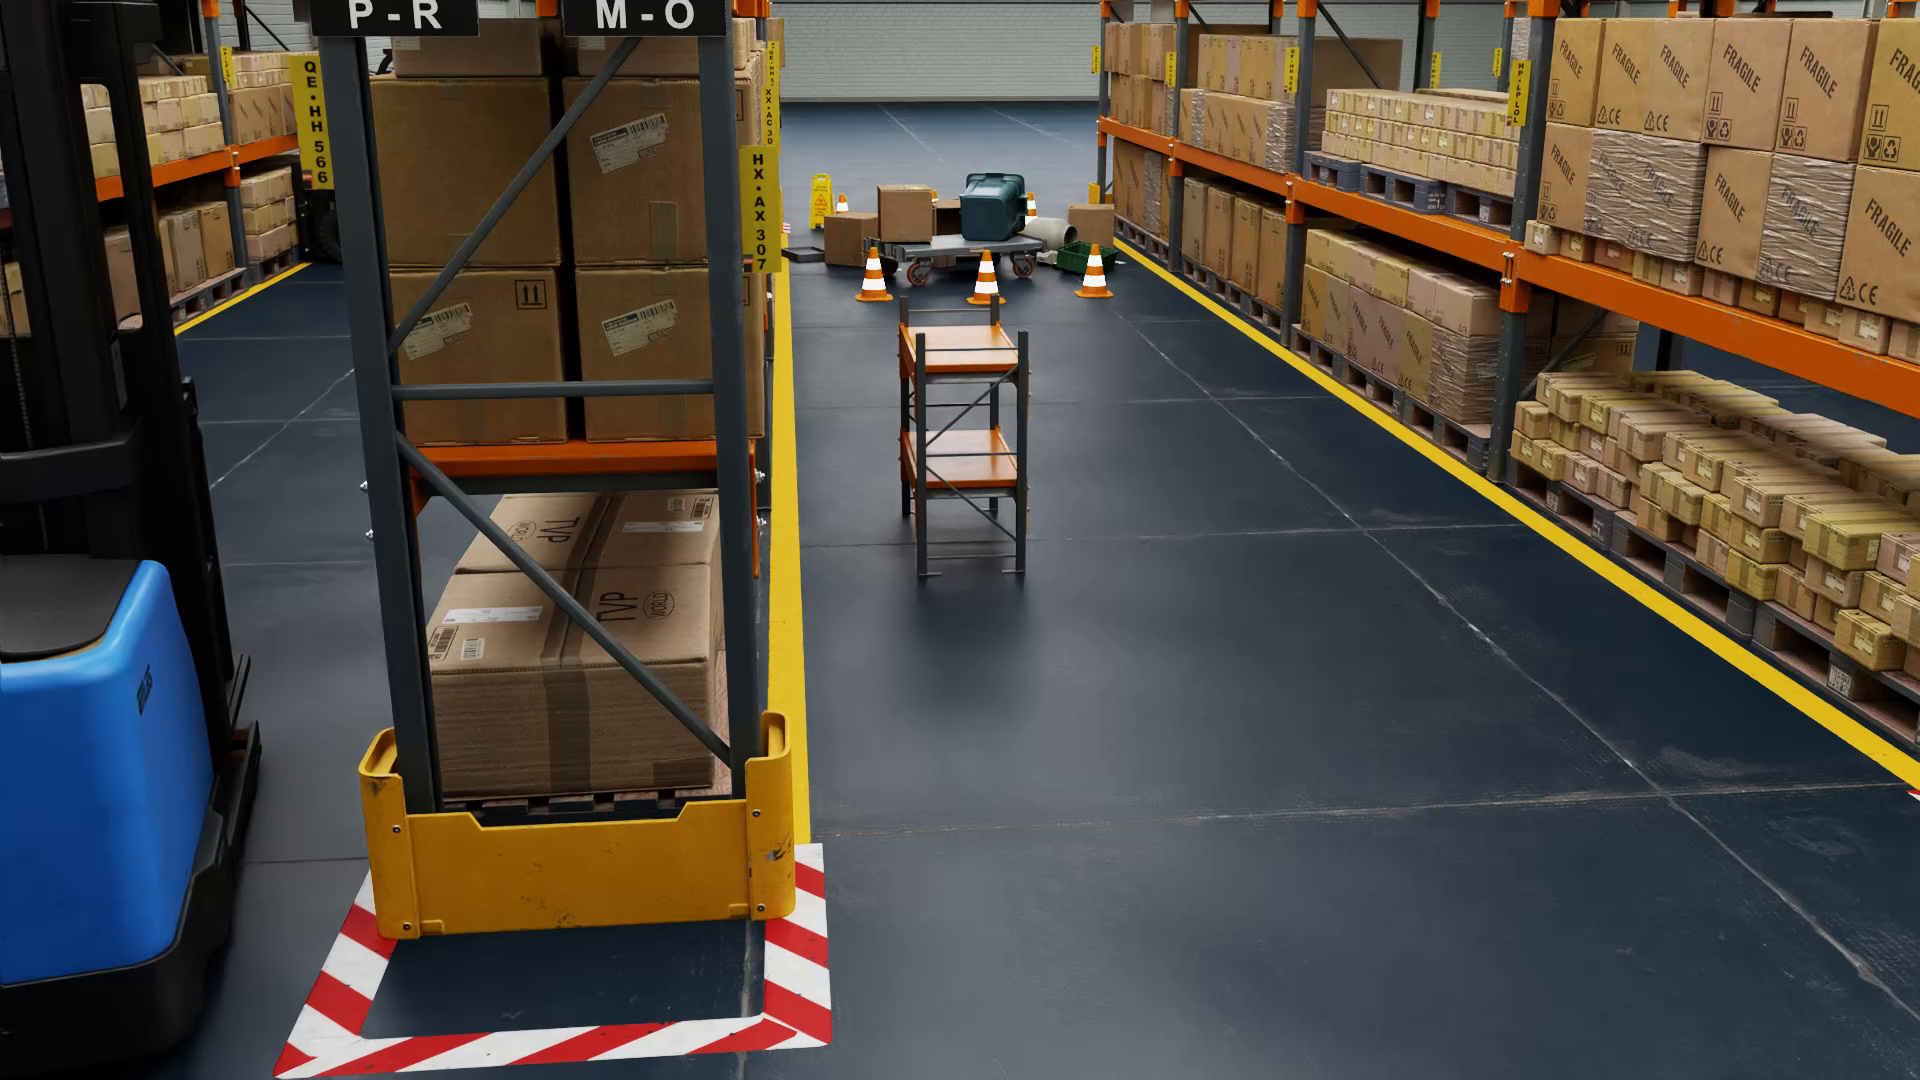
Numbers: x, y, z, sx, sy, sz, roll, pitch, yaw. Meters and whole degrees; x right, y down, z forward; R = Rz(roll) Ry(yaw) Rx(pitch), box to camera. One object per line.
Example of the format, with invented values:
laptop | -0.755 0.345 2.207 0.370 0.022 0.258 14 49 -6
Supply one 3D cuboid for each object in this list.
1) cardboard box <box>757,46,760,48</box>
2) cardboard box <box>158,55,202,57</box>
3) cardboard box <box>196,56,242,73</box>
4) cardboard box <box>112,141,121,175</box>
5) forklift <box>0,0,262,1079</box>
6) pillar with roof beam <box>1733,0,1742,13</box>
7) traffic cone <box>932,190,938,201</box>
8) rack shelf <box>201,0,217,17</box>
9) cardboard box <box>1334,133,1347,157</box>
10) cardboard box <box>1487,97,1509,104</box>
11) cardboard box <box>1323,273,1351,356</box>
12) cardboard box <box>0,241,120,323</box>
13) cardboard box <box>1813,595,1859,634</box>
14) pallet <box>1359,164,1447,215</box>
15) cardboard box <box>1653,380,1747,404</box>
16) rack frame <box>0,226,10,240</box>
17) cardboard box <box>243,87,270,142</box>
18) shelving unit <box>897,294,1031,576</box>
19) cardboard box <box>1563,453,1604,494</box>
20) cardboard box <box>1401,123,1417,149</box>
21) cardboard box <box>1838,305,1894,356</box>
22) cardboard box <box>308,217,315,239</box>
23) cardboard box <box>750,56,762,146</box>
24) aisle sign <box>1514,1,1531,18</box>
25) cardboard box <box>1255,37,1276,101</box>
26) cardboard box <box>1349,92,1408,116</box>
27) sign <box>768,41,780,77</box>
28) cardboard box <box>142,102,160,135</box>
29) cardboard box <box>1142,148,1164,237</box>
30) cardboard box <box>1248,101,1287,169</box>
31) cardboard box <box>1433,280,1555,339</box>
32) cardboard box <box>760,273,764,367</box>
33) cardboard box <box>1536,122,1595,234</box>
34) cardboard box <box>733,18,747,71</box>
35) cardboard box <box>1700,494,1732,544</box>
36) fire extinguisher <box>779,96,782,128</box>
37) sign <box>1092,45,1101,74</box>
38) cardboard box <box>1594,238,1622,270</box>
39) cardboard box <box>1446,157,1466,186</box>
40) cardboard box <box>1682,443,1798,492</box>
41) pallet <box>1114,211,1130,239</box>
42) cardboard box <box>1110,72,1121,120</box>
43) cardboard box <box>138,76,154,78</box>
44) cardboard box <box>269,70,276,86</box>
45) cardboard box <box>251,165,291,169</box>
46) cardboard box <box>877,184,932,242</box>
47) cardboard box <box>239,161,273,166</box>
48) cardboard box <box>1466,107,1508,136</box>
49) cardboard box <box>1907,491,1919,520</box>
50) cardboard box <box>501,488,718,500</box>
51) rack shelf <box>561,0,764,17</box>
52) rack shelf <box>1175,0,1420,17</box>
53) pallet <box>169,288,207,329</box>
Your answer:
cardboard box | -1.323 -2.399 8.976 0.500 0.500 0.500 -2 18 -6
cardboard box | -7.699 -4.703 16.403 0.380 0.149 0.250 -2 18 -7
cardboard box | -7.136 -4.567 15.970 0.380 0.149 0.250 -2 18 -7
cardboard box | -6.743 -2.993 12.952 0.500 0.250 0.500 -2 18 -7
forklift | -2.827 -0.484 4.826 1.130 2.935 3.031 -6 18 -17
pillar with roof beam | 16.092 -15.622 42.915 9.100 9.000 0.400 -2 18 -6
traffic cone | -0.325 -3.996 20.133 0.336 0.463 0.334 -2 18 -6
rack shelf | -7.039 -4.305 13.075 1.077 0.370 4.000 -2 18 -6
cardboard box | 2.890 -2.820 11.869 0.380 0.149 0.250 -1 17 -3
cardboard box | 3.655 -2.806 10.832 0.380 0.149 0.250 -1 17 -3
cardboard box | 2.891 -1.598 11.732 0.500 0.500 0.500 -2 17 -5
cardboard box | -6.884 -1.875 12.405 0.875 0.625 0.625 -1 17 -4
cardboard box | 3.512 0.279 6.338 0.380 0.149 0.250 -2 18 -6
pallet | 3.262 -2.279 10.748 1.003 0.211 1.213 -2 18 -6
cardboard box | 3.791 -0.718 8.522 0.380 0.149 0.250 -2 17 -5
rack frame | -6.833 -2.621 11.519 1.000 3.000 0.127 -2 18 -6
cardboard box | -7.102 -4.156 16.239 0.500 0.500 0.500 -1 17 -5
shelving unit | 0.001 -0.535 8.002 0.538 1.125 1.048 -2 18 -6
cardboard box | 3.252 -0.337 8.301 0.380 0.149 0.250 -2 18 -6
cardboard box | 3.033 -2.567 10.568 0.380 0.149 0.250 -1 17 -4
cardboard box | 3.449 -0.769 6.037 0.380 0.149 0.250 -1 17 -4
cardboard box | -7.135 -3.311 17.605 0.500 0.250 0.500 -1 17 -4
cardboard box | -1.054 -1.674 6.665 0.500 0.500 0.500 -2 17 -5
aisle sign | 6.831 -6.715 20.218 0.394 0.787 0.004 -2 18 -6
cardboard box | 2.872 -3.921 13.822 0.700 0.500 0.500 -2 18 -6
cardboard box | 2.923 -3.026 11.534 0.380 0.149 0.250 -2 18 -6
sign | -1.757 -4.538 15.691 0.100 0.325 0.005 -2 18 -6
cardboard box | -6.800 -3.385 13.367 0.500 0.250 0.500 -2 17 -5
cardboard box | 2.512 -3.795 18.104 0.875 0.875 0.875 -2 18 -5
cardboard box | 2.653 -3.281 13.453 0.500 0.500 0.500 -2 18 -6
cardboard box | 3.101 -1.347 9.679 0.500 0.250 0.500 -2 18 -7
cardboard box | -0.950 -0.894 5.849 0.500 0.500 0.500 -2 18 -6
cardboard box | 3.230 -1.801 8.243 0.500 0.500 0.500 -2 18 -7
cardboard box | -0.843 -1.498 5.020 0.380 0.149 0.250 -1 17 -4
cardboard box | 3.374 -0.091 7.022 0.380 0.149 0.250 -1 17 -3
fire extinguisher | -2.275 -5.171 19.768 0.296 0.674 0.183 -2 18 -6
sign | 1.639 -5.778 19.995 0.100 0.325 0.005 -2 18 -6
cardboard box | 3.313 -1.400 8.048 0.380 0.149 0.250 -3 18 -8
cardboard box | 3.115 -2.186 9.851 0.380 0.149 0.250 -3 18 -8
cardboard box | 3.395 -0.316 7.240 0.380 0.149 0.250 -2 18 -5
pallet | 2.352 -3.776 19.852 1.003 0.211 1.213 -2 18 -6
cardboard box | 2.275 -5.305 19.815 0.875 0.550 0.550 -2 18 -6
cardboard box | -7.423 -4.059 14.848 0.380 0.149 0.250 -2 18 -7
cardboard box | -7.120 -4.655 16.748 0.380 0.149 0.250 -2 18 -7
cardboard box | -7.135 -3.789 17.460 0.500 0.250 0.500 -2 18 -7
cardboard box | -0.541 -3.200 16.271 0.500 0.500 0.500 -2 18 -6
cardboard box | -7.701 -3.923 17.886 0.500 0.250 0.500 -2 18 -6
cardboard box | 3.141 -2.402 9.545 0.380 0.149 0.250 -2 18 -7
cardboard box | 3.971 -0.095 6.536 0.380 0.149 0.250 -3 18 -8
cardboard box | -1.433 -0.105 7.079 0.875 0.438 0.875 -2 18 -7
rack shelf | -1.690 -3.268 9.771 1.077 0.370 4.000 -2 18 -6
rack shelf | 2.811 -4.642 14.150 1.077 0.370 4.000 -2 18 -6
pallet | -7.002 -1.900 13.876 1.003 0.211 1.213 -2 18 -6
